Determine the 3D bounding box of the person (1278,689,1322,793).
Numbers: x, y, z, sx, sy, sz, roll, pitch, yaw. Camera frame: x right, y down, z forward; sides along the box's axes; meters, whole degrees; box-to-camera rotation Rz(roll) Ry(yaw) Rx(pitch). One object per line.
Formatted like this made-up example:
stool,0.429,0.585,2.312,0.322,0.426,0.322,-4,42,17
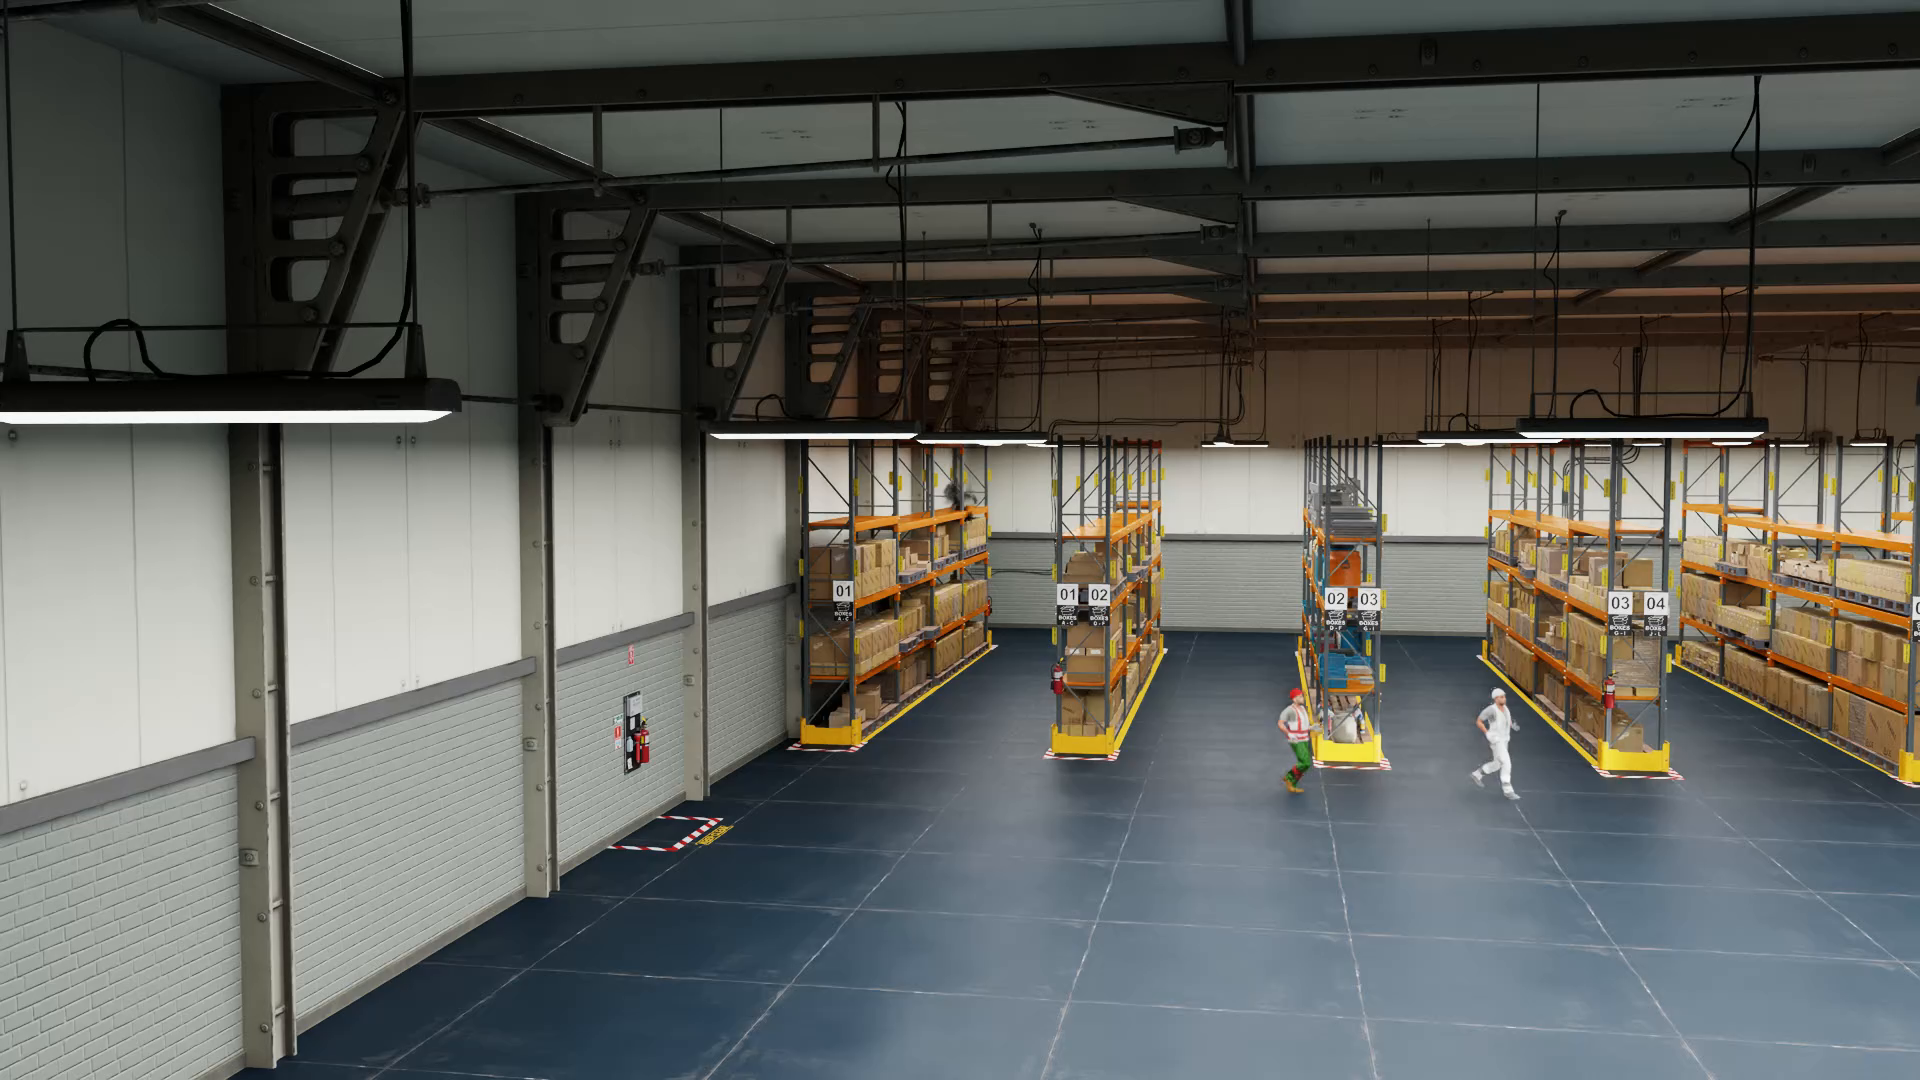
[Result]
person,5.666,3.342,27.589,0.581,1.742,0.644,2,4,38

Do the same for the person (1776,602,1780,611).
person,20.987,2.500,42.867,0.672,1.805,0.848,1,3,11

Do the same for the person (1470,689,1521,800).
person,8.881,3.341,27.492,0.639,1.794,0.915,-3,4,-43

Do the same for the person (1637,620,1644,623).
person,17.906,2.493,44.156,0.773,1.718,0.590,1,3,25
